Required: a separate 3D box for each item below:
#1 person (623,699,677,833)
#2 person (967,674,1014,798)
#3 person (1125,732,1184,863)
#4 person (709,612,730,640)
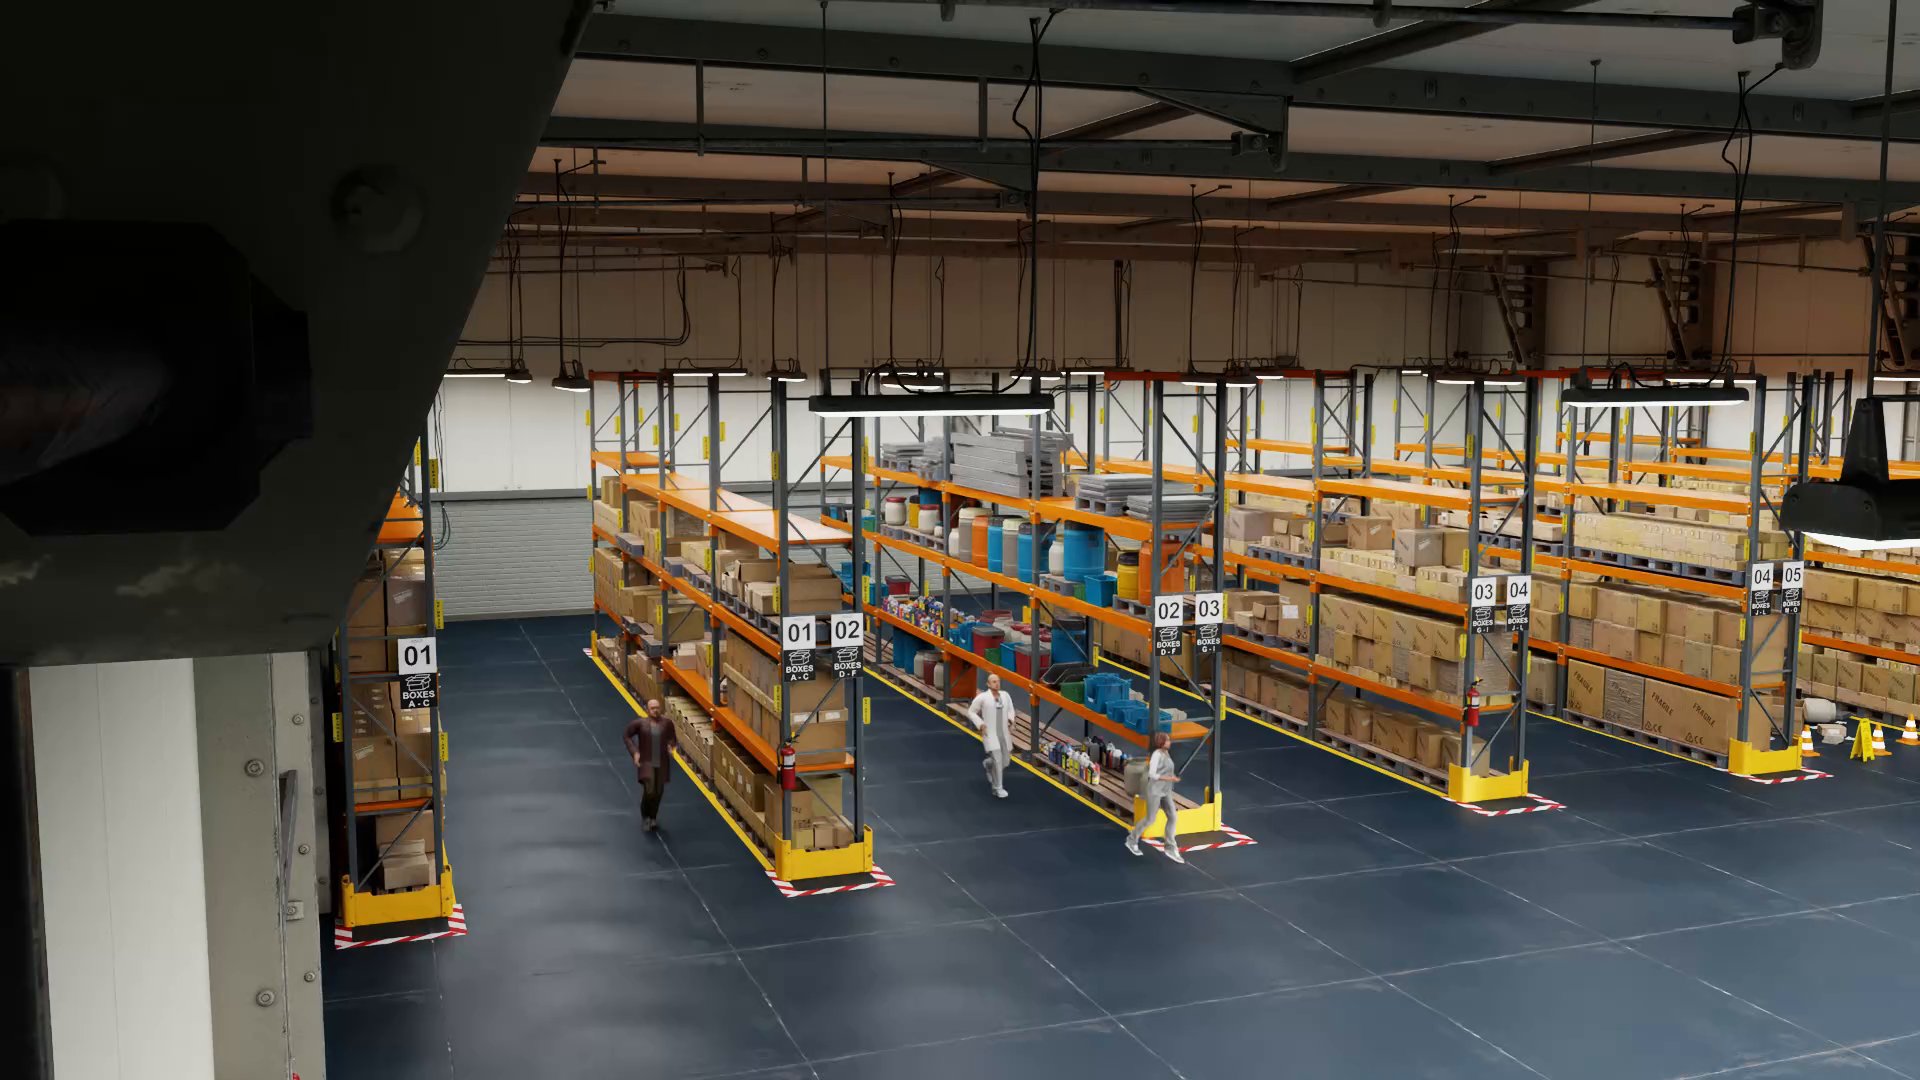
[{"bbox_3d":[-4.067,3.002,22.062,0.680,1.777,0.745,-3,7,-26],"label":"person"},{"bbox_3d":[0.478,2.794,23.973,0.715,1.731,0.826,-3,7,-28],"label":"person"},{"bbox_3d":[2.500,3.193,20.874,0.793,1.589,0.548,4,8,32],"label":"person"},{"bbox_3d":[-5.078,1.610,34.926,0.675,1.717,0.831,-5,8,-37],"label":"person"}]
